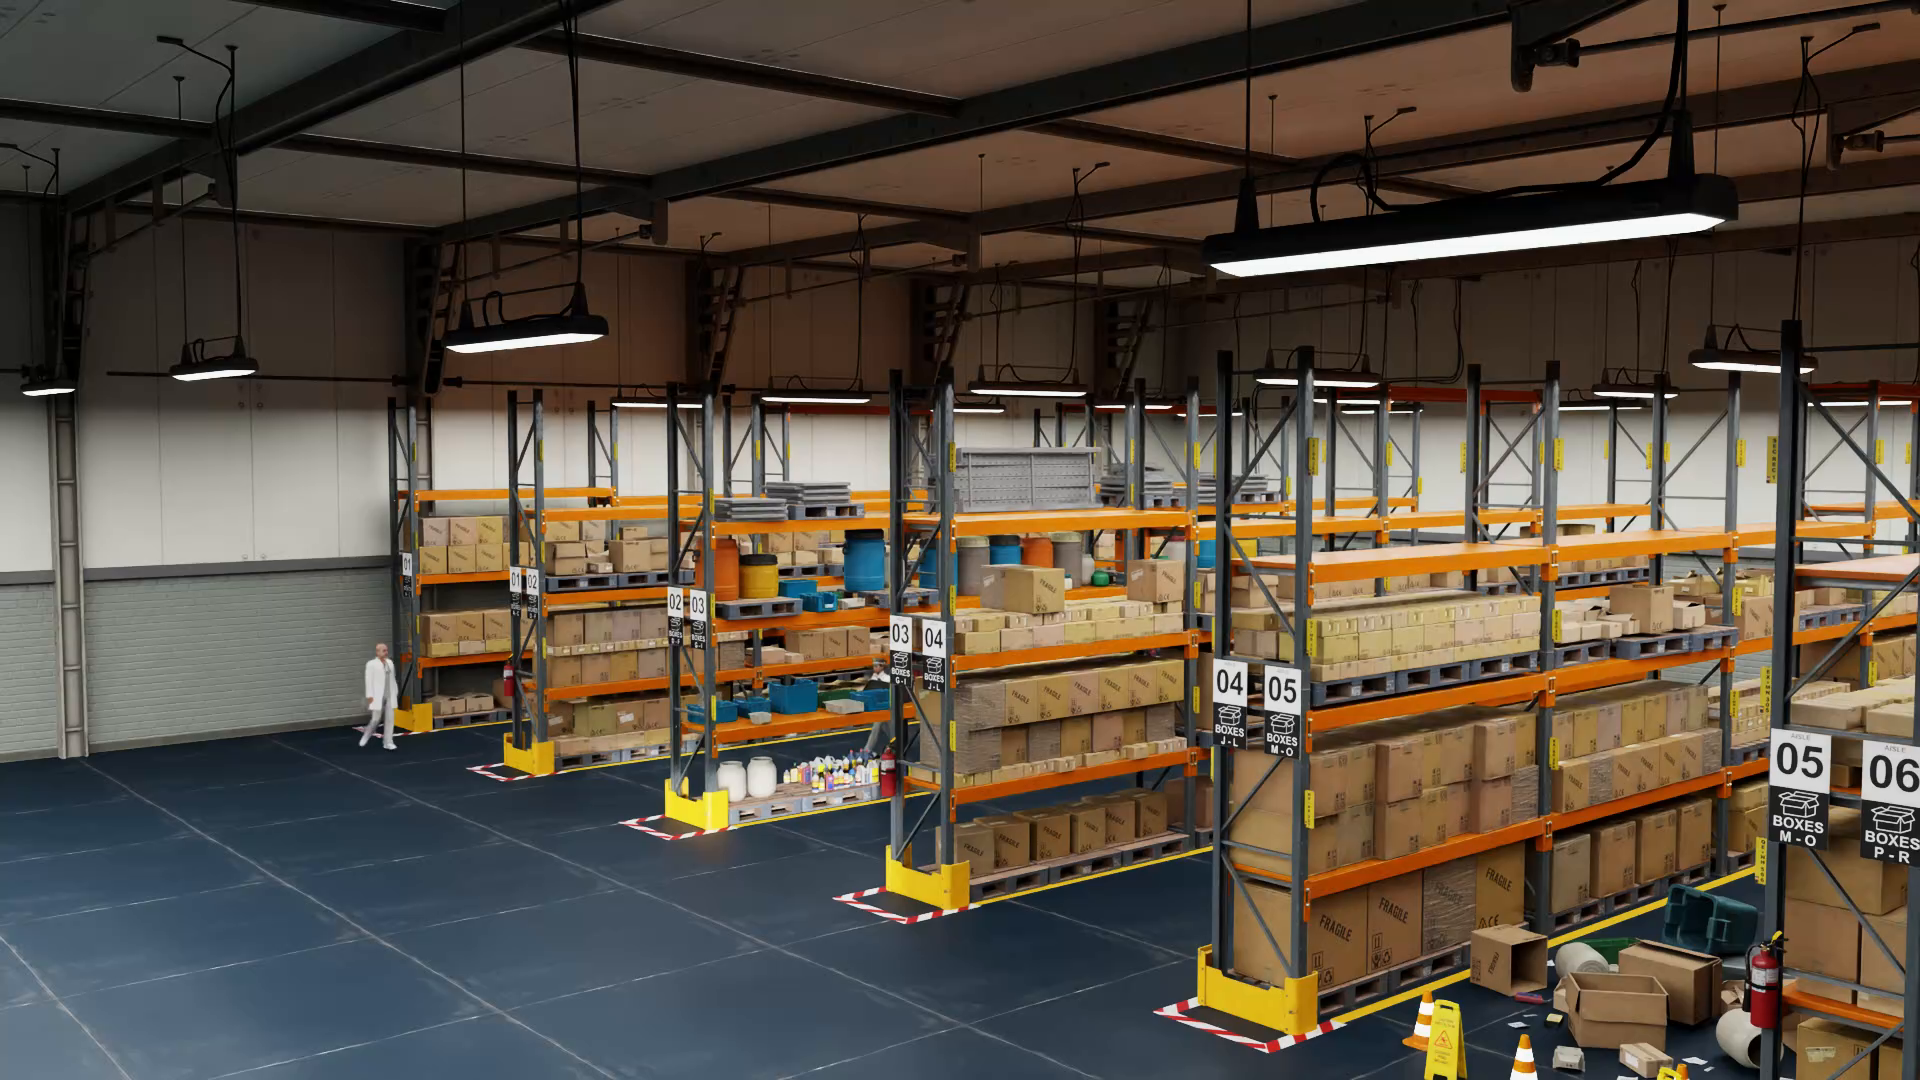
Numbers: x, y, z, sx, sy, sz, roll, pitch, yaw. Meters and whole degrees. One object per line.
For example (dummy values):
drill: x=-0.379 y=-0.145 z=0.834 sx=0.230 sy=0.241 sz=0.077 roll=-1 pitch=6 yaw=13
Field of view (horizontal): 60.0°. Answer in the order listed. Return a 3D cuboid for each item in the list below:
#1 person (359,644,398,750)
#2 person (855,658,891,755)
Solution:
person: x=-9.751 y=2.634 z=28.002 sx=0.681 sy=1.761 sz=0.607 roll=3 pitch=4 yaw=42
person: x=-1.376 y=2.735 z=27.317 sx=1.037 sy=1.622 sz=0.499 roll=-2 pitch=4 yaw=-32
